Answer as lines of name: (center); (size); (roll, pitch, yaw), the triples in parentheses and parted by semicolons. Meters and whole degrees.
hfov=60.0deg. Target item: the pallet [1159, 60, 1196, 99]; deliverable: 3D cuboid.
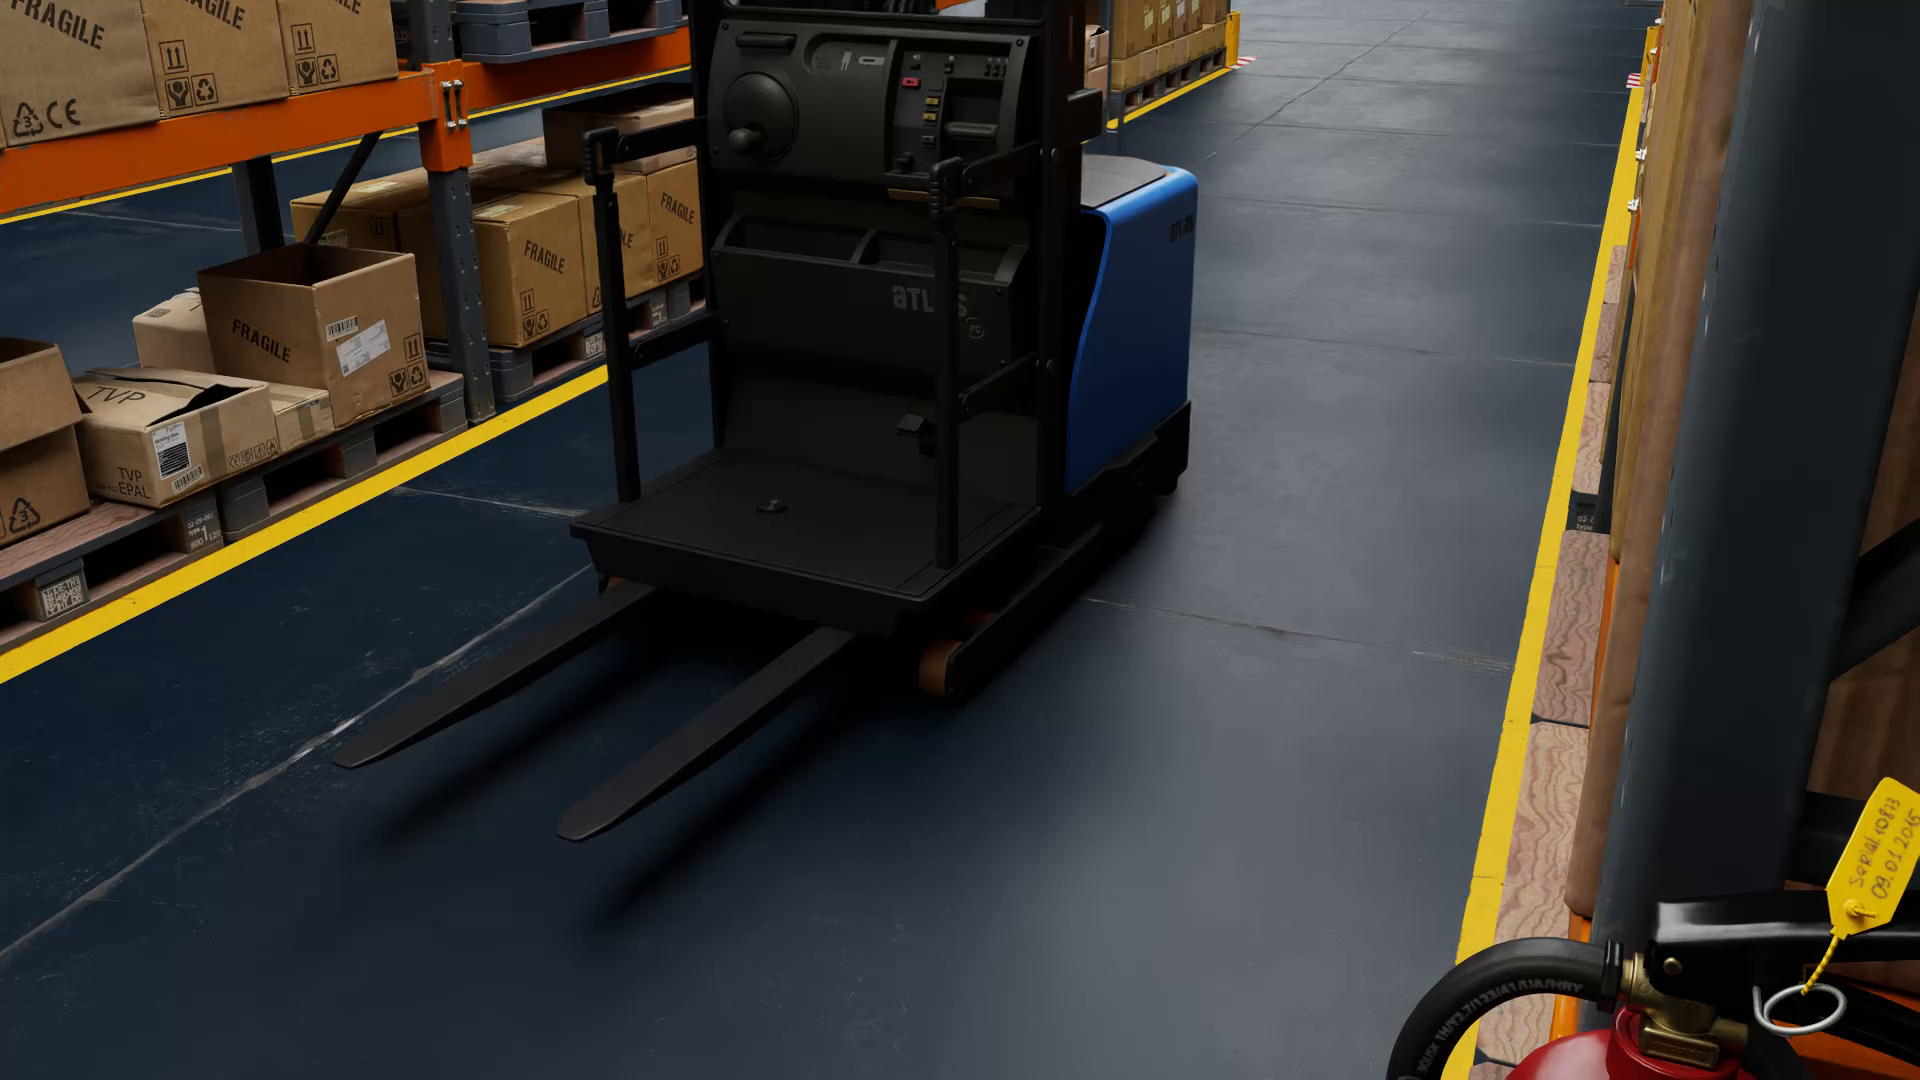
pallet: (1.491, -4.200, 15.032); (1.003, 0.211, 1.213); (9, 24, 20)

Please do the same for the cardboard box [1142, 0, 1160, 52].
cardboard box: (1.347, -4.343, 13.804); (0.500, 0.500, 0.500); (9, 24, 20)

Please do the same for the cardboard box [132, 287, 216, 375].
cardboard box: (-2.623, -0.751, 6.073); (0.500, 0.311, 0.500); (9, 24, 20)

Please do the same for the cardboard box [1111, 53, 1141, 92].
cardboard box: (1.159, -3.818, 13.521); (0.500, 0.250, 0.500); (9, 24, 20)

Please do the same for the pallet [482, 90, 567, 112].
pallet: (-4.148, -3.908, 14.331); (1.003, 0.211, 1.213); (9, 24, 20)

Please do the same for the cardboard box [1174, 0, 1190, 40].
cardboard box: (1.724, -4.700, 14.659); (0.500, 0.500, 0.500); (9, 24, 20)

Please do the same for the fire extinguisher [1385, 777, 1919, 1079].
fire extinguisher: (0.364, 0.427, 0.919); (0.296, 0.674, 0.183); (9, 24, 20)

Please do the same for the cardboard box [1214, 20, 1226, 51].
cardboard box: (2.266, -4.893, 16.094); (0.500, 0.250, 0.500); (9, 24, 20)

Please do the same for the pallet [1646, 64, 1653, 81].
pallet: (6.429, -3.894, 14.299); (1.003, 0.211, 1.213); (9, 24, 20)

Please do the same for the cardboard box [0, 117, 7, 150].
cardboard box: (-2.779, -1.187, 4.069); (0.500, 0.500, 0.500); (9, 24, 21)

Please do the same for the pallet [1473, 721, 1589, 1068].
pallet: (1.528, 0.786, 3.094); (1.003, 0.211, 1.213); (9, 24, 20)

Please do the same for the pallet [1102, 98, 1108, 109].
pallet: (0.468, -3.214, 12.672); (1.003, 0.211, 1.213); (9, 24, 20)

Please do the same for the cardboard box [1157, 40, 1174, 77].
cardboard box: (1.540, -4.174, 14.374); (0.500, 0.250, 0.500); (9, 24, 20)

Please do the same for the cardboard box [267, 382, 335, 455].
cardboard box: (-2.298, -0.408, 5.462); (0.380, 0.149, 0.250); (9, 24, 20)

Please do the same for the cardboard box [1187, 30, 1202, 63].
cardboard box: (1.908, -4.533, 15.232); (0.500, 0.250, 0.500); (9, 24, 20)

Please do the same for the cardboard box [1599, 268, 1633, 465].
cardboard box: (2.455, -0.653, 5.165); (0.750, 0.750, 0.750); (9, 24, 21)

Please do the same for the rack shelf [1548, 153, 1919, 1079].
rack shelf: (1.592, -0.152, 2.656); (1.077, 0.370, 4.000); (9, 24, 20)

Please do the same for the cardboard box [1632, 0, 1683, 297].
cardboard box: (1.581, -0.624, 2.463); (0.980, 0.700, 0.700); (8, 24, 17)

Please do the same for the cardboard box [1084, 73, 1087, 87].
cardboard box: (0.631, -3.325, 12.340); (0.500, 0.250, 0.500); (8, 24, 19)

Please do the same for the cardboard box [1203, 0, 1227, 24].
cardboard box: (2.268, -5.238, 15.949); (0.500, 0.500, 0.500); (9, 24, 20)

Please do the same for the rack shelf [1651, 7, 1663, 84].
rack shelf: (4.563, -3.015, 9.509); (1.077, 0.370, 4.000); (9, 24, 20)

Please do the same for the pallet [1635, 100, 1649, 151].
pallet: (5.523, -3.021, 12.209); (1.003, 0.211, 1.213); (9, 24, 20)

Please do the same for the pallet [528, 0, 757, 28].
pallet: (-1.498, -2.554, 7.721); (1.003, 0.211, 1.213); (9, 24, 20)

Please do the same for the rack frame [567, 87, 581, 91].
rack frame: (-3.892, -5.481, 14.480); (1.000, 3.000, 0.127); (9, 24, 20)

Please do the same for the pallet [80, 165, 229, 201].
pallet: (-5.632, -2.475, 10.901); (1.003, 0.211, 1.213); (9, 24, 20)

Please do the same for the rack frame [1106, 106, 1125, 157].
rack frame: (0.436, -0.941, 5.949); (0.240, 1.200, 0.006); (10, 20, 22)

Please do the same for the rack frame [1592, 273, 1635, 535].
rack frame: (2.335, -1.200, 4.230); (1.000, 3.000, 0.127); (9, 24, 20)

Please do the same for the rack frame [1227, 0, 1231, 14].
rack frame: (2.191, -6.202, 16.206); (1.000, 3.000, 0.127); (9, 24, 20)

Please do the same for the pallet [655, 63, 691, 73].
pallet: (-3.152, -4.867, 16.627); (1.003, 0.211, 1.213); (9, 24, 20)

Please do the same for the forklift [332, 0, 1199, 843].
forklift: (-0.349, -1.134, 4.162); (1.130, 2.935, 3.031); (11, 25, 25)

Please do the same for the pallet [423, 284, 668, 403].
pallet: (-1.999, -0.917, 7.172); (1.003, 0.211, 1.213); (9, 24, 20)

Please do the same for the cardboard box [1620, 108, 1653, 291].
cardboard box: (3.094, -1.276, 6.657); (0.750, 0.750, 0.750); (9, 24, 20)

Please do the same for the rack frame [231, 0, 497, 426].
rack frame: (-2.266, -1.908, 5.925); (1.000, 3.000, 0.127); (9, 24, 20)

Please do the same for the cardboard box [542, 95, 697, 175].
cardboard box: (-1.489, -1.799, 7.365); (0.500, 0.250, 0.500); (9, 24, 20)

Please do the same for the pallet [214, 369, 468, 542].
pallet: (-2.522, -0.375, 5.874); (1.003, 0.211, 1.213); (9, 24, 20)

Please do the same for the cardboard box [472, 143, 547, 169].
cardboard box: (-1.971, -1.530, 7.693); (0.500, 0.500, 0.500); (9, 24, 21)

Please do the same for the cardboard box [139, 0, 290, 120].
cardboard box: (-2.404, -1.553, 4.947); (0.500, 0.500, 0.500); (9, 24, 22)

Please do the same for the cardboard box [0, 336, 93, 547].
cardboard box: (-2.959, -0.286, 4.710); (0.797, 0.503, 0.637); (9, 24, 20)

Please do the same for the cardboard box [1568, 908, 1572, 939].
cardboard box: (1.388, 0.567, 2.698); (0.700, 0.500, 0.500); (8, 24, 18)

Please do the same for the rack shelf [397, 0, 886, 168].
rack shelf: (-1.523, -2.291, 7.777); (1.077, 0.370, 4.000); (9, 24, 20)

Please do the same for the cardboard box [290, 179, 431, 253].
cardboard box: (-2.349, -1.175, 6.843); (0.500, 0.500, 0.500); (9, 24, 20)

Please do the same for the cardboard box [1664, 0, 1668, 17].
cardboard box: (2.828, -2.136, 5.929); (0.500, 0.500, 0.500); (9, 24, 22)

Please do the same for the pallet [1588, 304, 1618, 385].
pallet: (3.003, -0.638, 6.503); (1.003, 0.211, 1.213); (9, 24, 20)

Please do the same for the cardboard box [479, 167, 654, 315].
cardboard box: (-1.672, -1.288, 7.114); (0.500, 0.500, 0.500); (9, 24, 21)

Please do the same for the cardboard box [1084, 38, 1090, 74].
cardboard box: (0.634, -3.581, 12.227); (0.500, 0.311, 0.500); (9, 24, 22)

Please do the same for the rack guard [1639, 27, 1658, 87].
rack guard: (6.764, -4.313, 14.928); (1.175, 0.500, 0.348); (9, 24, 20)

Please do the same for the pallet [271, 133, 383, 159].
pallet: (-5.054, -3.034, 12.241); (1.003, 0.211, 1.213); (9, 24, 20)

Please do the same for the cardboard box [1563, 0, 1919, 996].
cardboard box: (1.029, -0.091, 1.186); (0.980, 0.700, 0.700); (10, 25, 22)

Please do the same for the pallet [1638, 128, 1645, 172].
pallet: (5.018, -2.497, 10.954); (1.003, 0.211, 1.213); (9, 24, 20)

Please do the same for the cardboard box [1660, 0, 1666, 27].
cardboard box: (3.204, -2.268, 7.088); (0.380, 0.149, 0.250); (10, 25, 22)

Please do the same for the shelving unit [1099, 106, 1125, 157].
shelving unit: (0.400, -0.915, 5.869); (0.258, 1.200, 0.189); (10, 20, 22)
